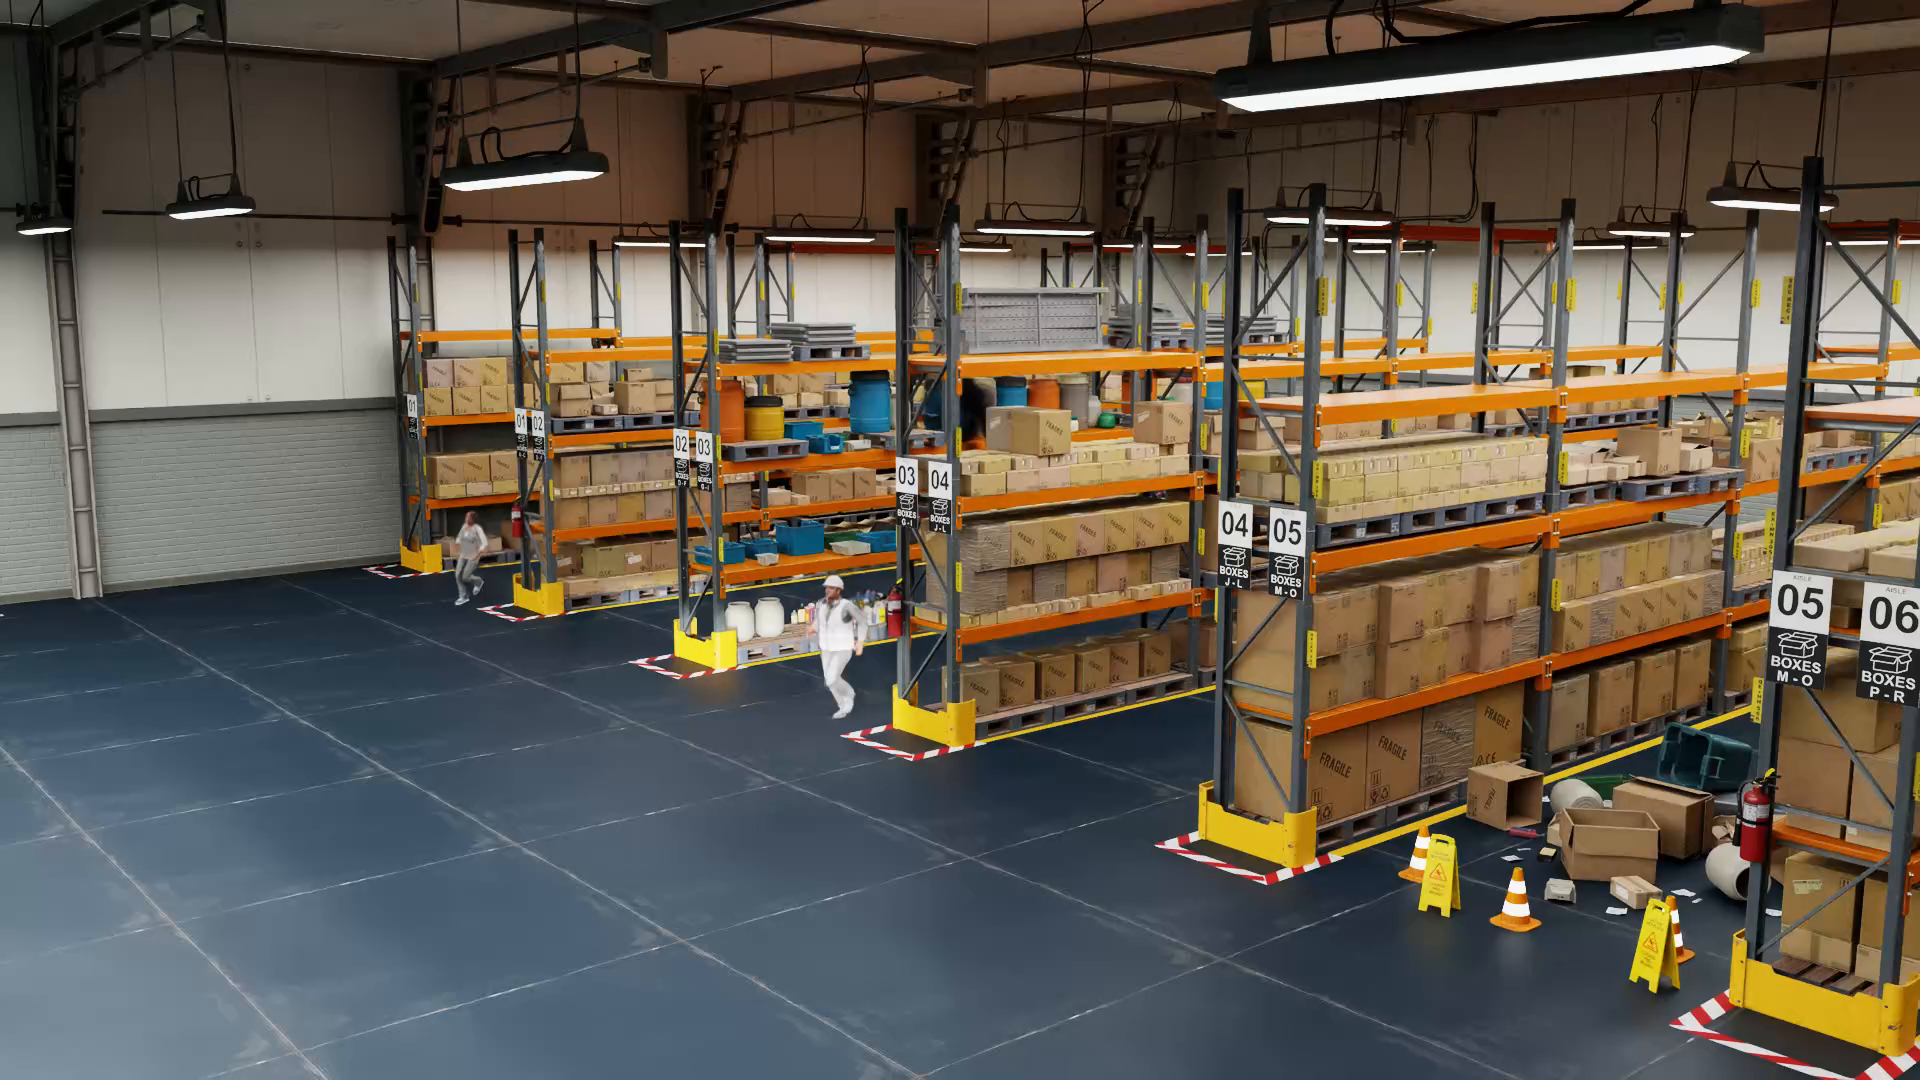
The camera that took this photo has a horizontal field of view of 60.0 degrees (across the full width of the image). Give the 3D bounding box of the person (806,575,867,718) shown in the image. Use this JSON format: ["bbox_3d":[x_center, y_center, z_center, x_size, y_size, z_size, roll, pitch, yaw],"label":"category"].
[{"bbox_3d":[-1.506,1.288,19.814,0.697,1.742,0.622,6,11,36],"label":"person"}]

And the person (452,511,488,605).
[{"bbox_3d":[-7.926,0.279,27.024,0.585,1.547,0.514,4,10,24],"label":"person"}]
